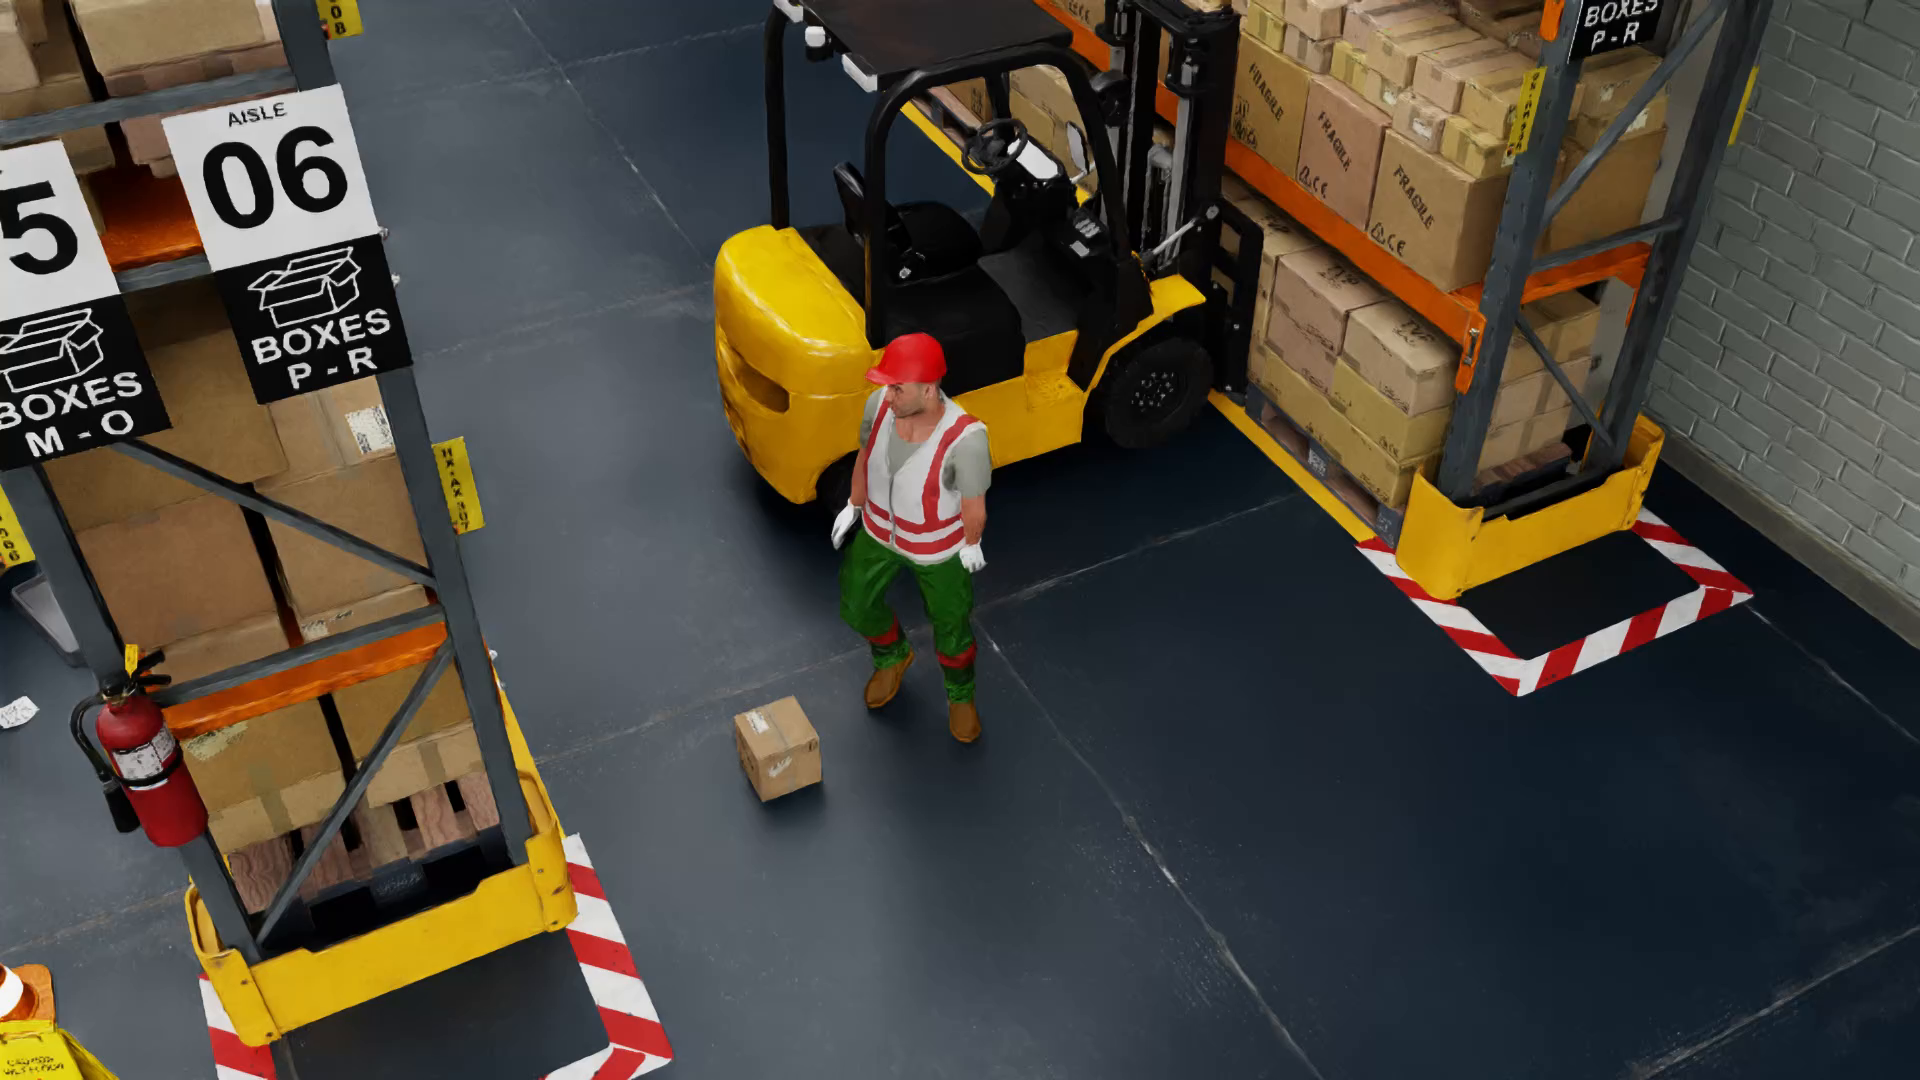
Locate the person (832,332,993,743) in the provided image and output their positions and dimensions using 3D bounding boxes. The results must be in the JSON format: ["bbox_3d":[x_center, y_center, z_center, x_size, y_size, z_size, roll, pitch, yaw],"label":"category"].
[{"bbox_3d":[-0.180,-0.009,6.100,0.617,1.789,0.373,22,45,23],"label":"person"}]
